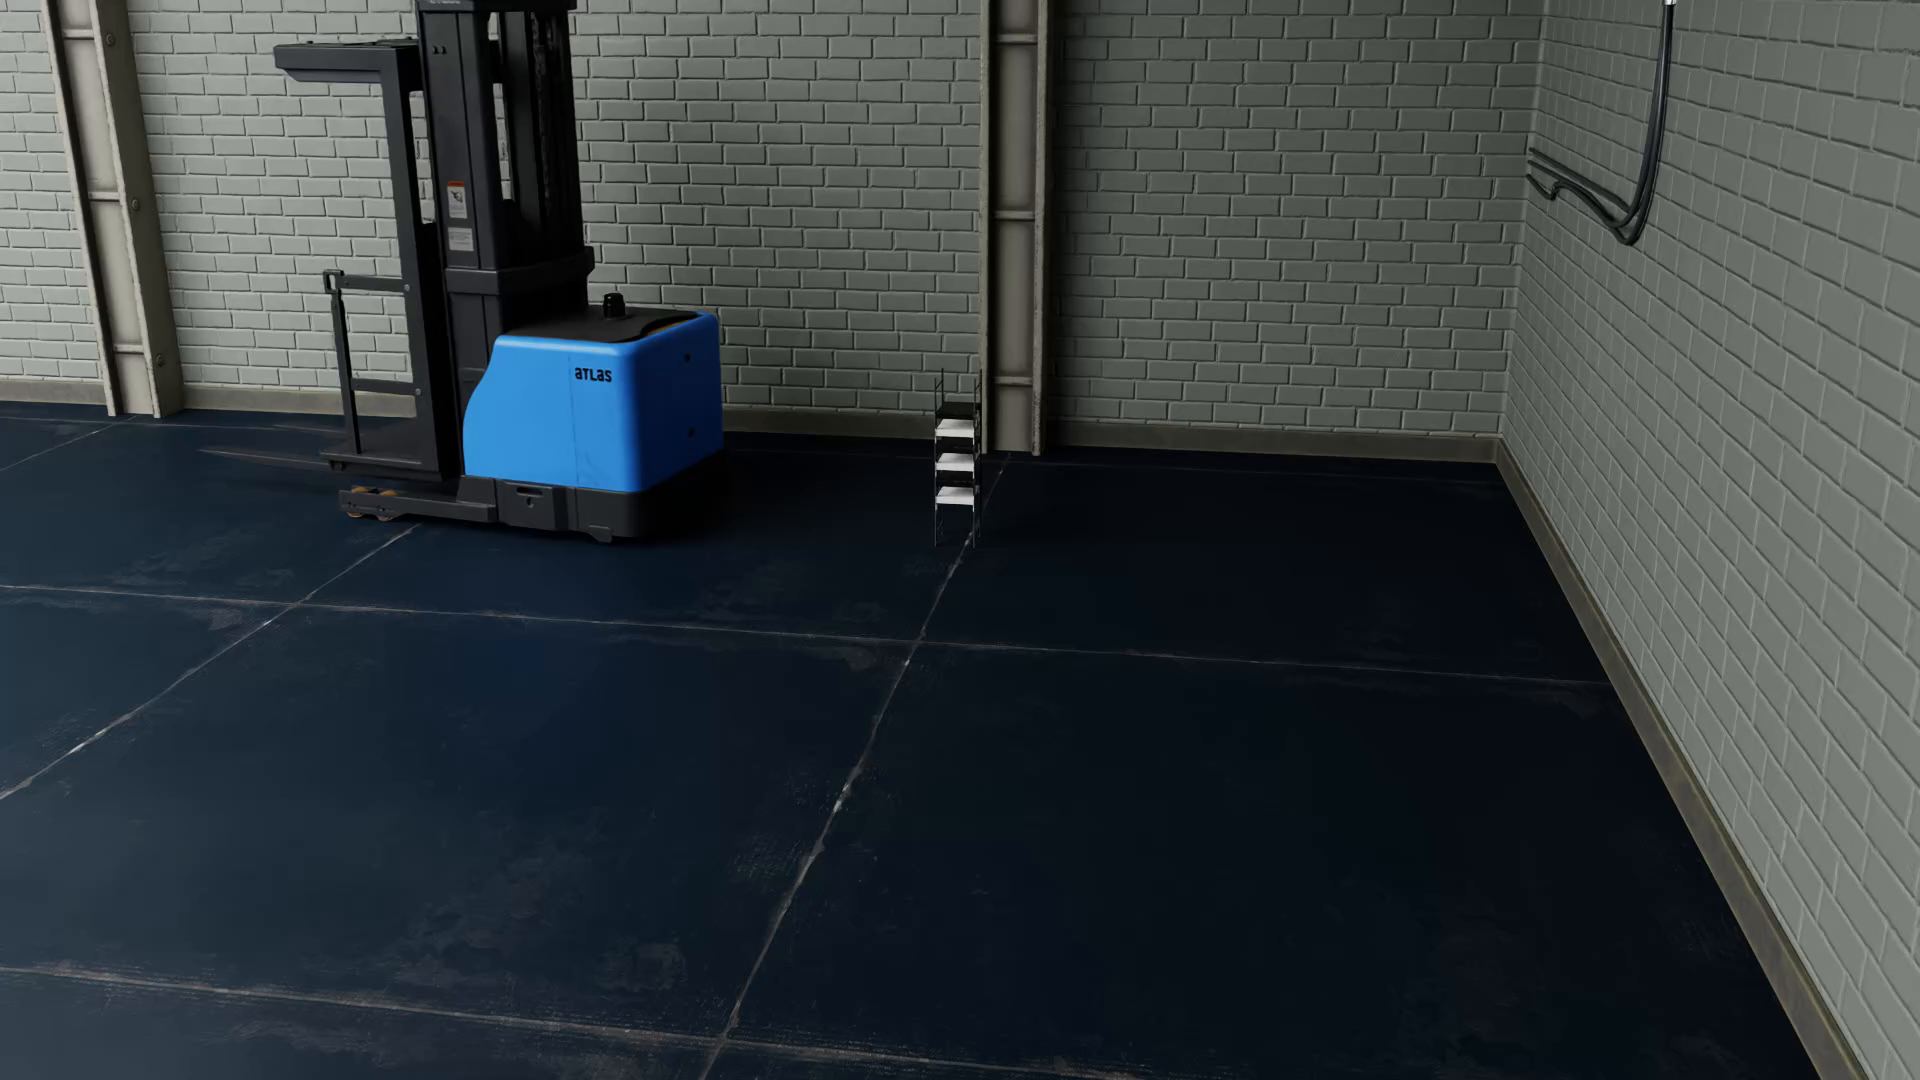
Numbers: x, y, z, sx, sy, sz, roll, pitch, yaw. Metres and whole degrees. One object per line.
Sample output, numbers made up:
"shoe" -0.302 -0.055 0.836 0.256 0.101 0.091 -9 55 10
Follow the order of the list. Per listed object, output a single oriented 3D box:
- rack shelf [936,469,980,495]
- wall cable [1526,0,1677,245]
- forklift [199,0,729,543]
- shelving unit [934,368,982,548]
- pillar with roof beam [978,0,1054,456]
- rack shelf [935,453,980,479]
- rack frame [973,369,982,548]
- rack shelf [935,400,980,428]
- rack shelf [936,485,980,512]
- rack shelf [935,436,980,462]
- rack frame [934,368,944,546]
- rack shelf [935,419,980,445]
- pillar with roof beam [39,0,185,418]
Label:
"rack shelf" -0.008 -0.310 8.701 0.200 0.077 0.258 3 19 9
"wall cable" 3.034 -2.816 7.932 0.112 2.526 3.097 3 19 9
"forklift" -2.889 -1.642 9.091 3.031 2.935 1.130 6 20 18
"shelving unit" -0.008 -0.427 8.662 0.210 0.900 0.258 3 19 9
"pillar with roof beam" -0.348 -3.503 5.090 0.400 9.000 9.100 3 19 9
"rack shelf" -0.008 -0.396 8.672 0.200 0.077 0.258 3 19 9
"rack frame" 0.092 -0.422 8.646 0.006 0.900 0.240 3 19 9
"rack shelf" -0.008 -0.652 8.586 0.200 0.077 0.258 3 19 9
"rack shelf" -0.008 -0.225 8.729 0.200 0.077 0.258 3 19 9
"rack shelf" -0.008 -0.481 8.644 0.200 0.077 0.258 3 19 9
"rack frame" -0.108 -0.432 8.677 0.006 0.900 0.240 3 19 9
"rack shelf" -0.008 -0.566 8.615 0.200 0.077 0.258 3 19 9
"pillar with roof beam" -6.272 -3.805 5.992 0.400 9.000 9.100 3 19 9
